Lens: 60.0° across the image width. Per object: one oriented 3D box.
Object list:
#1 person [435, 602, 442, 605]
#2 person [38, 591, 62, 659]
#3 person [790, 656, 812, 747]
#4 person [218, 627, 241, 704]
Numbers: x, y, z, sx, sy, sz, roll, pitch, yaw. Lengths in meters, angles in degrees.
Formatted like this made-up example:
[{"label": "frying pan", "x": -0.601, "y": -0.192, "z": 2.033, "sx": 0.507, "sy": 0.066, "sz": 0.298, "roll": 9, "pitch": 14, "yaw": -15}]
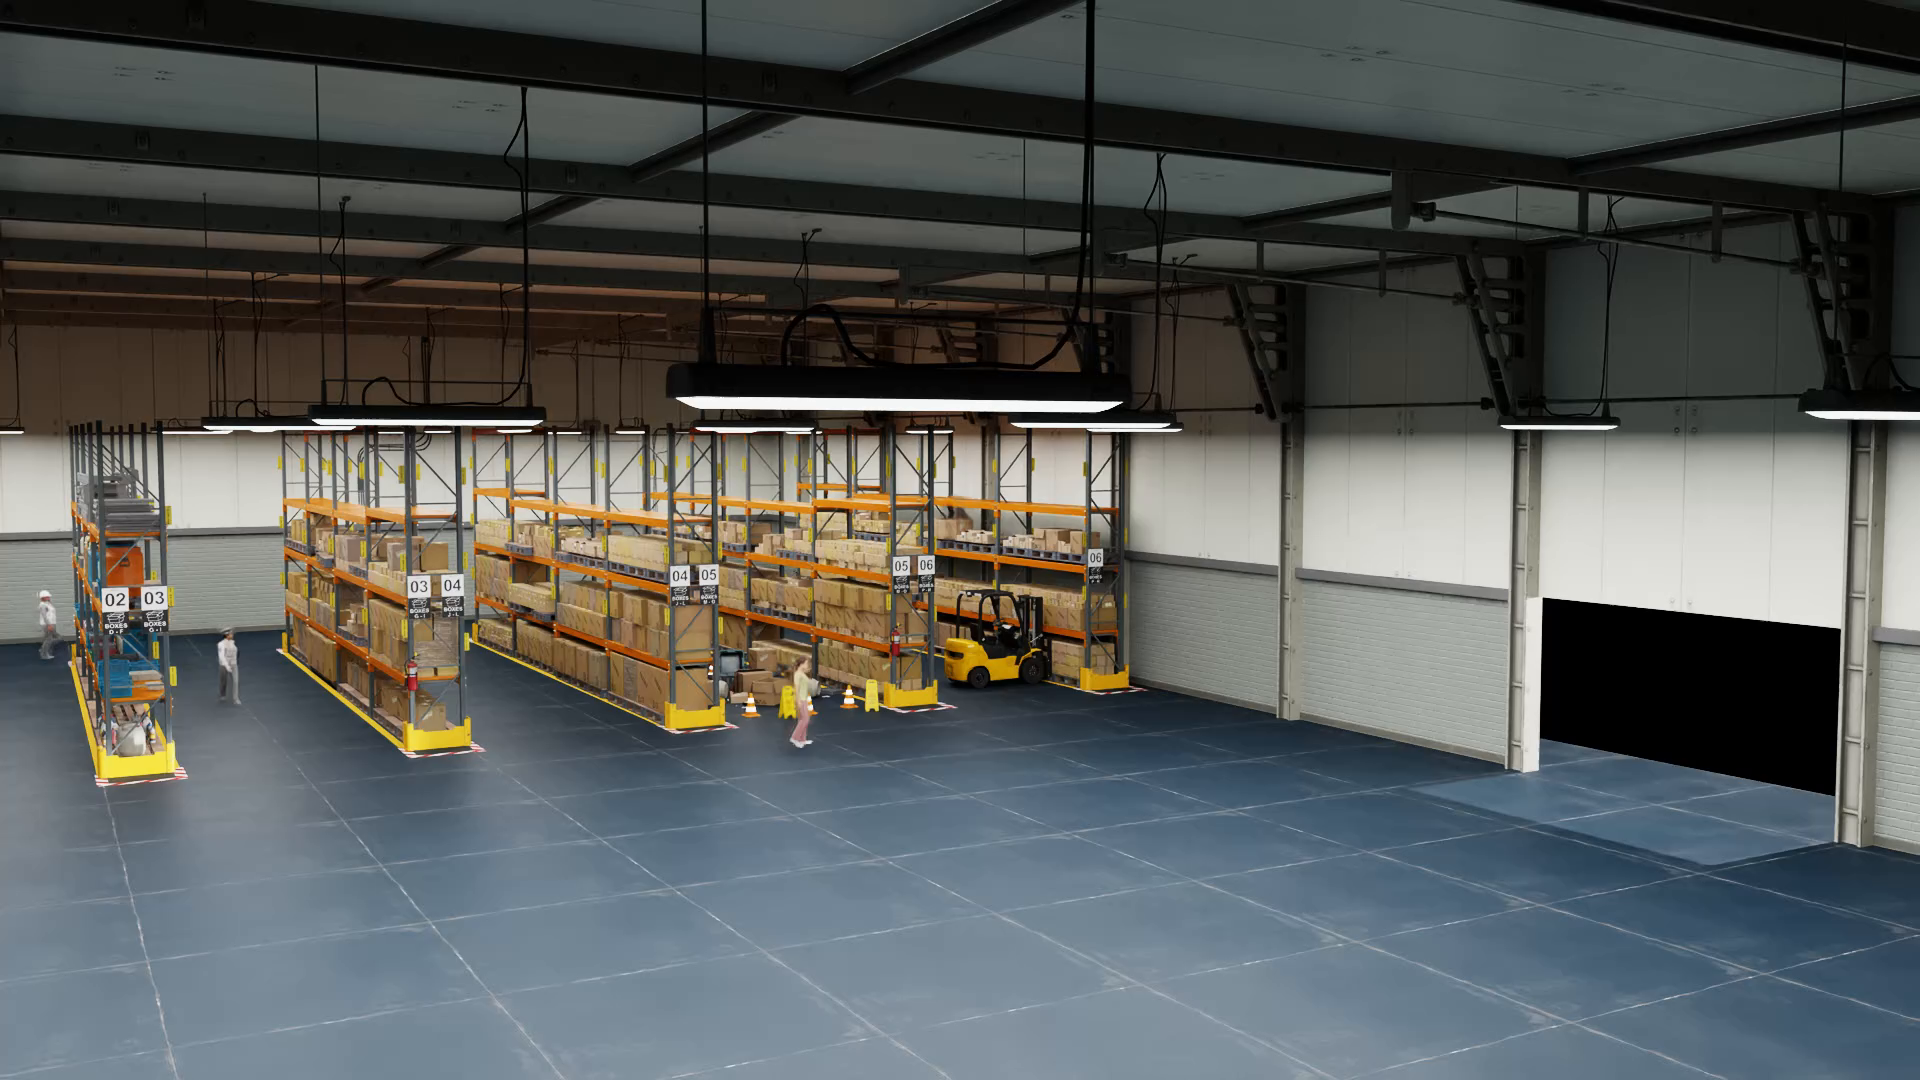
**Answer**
[{"label": "person", "x": -14.406, "y": 1.992, "z": 45.934, "sx": 0.522, "sy": 1.724, "sz": 1.043, "roll": -2, "pitch": 4, "yaw": -26}, {"label": "person", "x": -23.399, "y": 2.183, "z": 42.750, "sx": 0.462, "sy": 1.770, "sz": 0.550, "roll": -1, "pitch": 4, "yaw": -17}, {"label": "person", "x": -2.955, "y": 2.987, "z": 30.894, "sx": 0.396, "sy": 1.674, "sz": 0.521, "roll": 0, "pitch": 4, "yaw": 2}, {"label": "person", "x": -15.681, "y": 2.688, "z": 35.660, "sx": 0.424, "sy": 1.632, "sz": 0.958, "roll": -3, "pitch": 4, "yaw": -36}]
